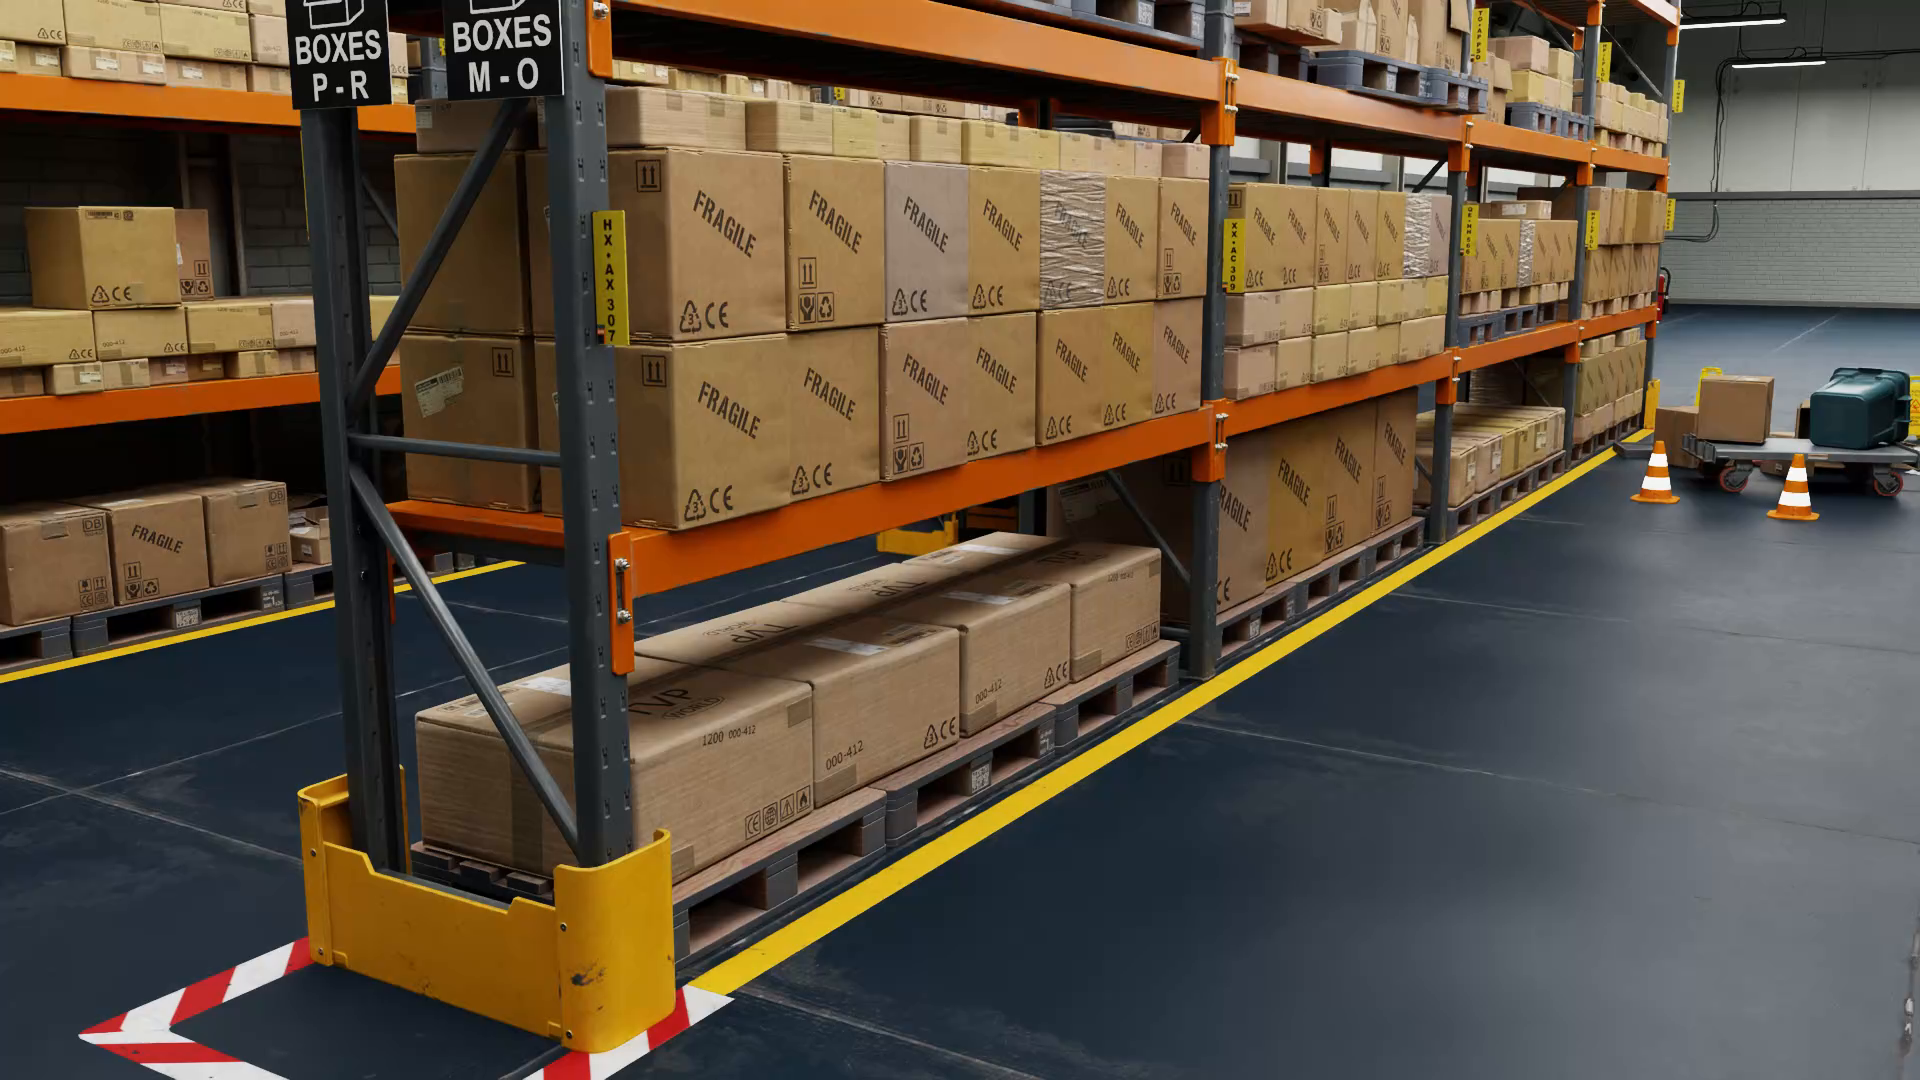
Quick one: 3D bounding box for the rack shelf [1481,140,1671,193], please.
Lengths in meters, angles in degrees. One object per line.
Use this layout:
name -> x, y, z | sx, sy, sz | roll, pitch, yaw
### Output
rack shelf -> 5.942, -3.554, 16.002 | 1.077, 0.370, 4.000 | 6, 12, 31

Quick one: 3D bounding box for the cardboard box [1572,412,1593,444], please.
cardboard box -> 5.440, -1.040, 15.104 | 0.500, 0.250, 0.500 | 6, 12, 28

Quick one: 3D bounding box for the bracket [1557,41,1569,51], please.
bracket -> 14.152, -11.591, 39.046 | 0.235, 0.232, 0.430 | 6, 12, 31

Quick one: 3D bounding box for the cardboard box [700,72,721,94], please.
cardboard box -> -1.969, -3.325, 12.151 | 0.380, 0.149, 0.250 | 7, 12, 31

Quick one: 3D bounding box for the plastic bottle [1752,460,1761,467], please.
plastic bottle -> 7.176, -0.698, 14.929 | 0.133, 0.061, 0.283 | 9, 14, 40

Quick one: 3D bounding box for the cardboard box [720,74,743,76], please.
cardboard box -> -1.833, -3.509, 12.327 | 0.380, 0.149, 0.250 | 6, 12, 30

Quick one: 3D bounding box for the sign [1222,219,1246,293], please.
sign -> 1.225, -1.272, 7.442 | 0.100, 0.325, 0.005 | 6, 12, 31

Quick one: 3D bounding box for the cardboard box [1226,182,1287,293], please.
cardboard box -> 1.224, -1.442, 7.933 | 0.500, 0.500, 0.500 | 7, 12, 31

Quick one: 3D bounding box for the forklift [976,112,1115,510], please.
forklift -> 0.914, -1.760, 12.805 | 1.130, 2.935, 3.031 | 6, 12, 29

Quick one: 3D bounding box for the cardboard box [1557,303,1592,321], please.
cardboard box -> 5.341, -2.014, 14.656 | 0.380, 0.149, 0.250 | 6, 12, 30

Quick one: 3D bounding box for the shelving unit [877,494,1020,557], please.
shelving unit -> -0.035, -0.719, 11.135 | 0.587, 1.500, 1.083 | 6, 12, 29

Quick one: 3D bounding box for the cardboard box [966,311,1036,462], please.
cardboard box -> -0.068, -0.569, 5.985 | 0.500, 0.500, 0.500 | 7, 13, 33

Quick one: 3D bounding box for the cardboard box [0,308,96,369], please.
cardboard box -> -4.583, -0.982, 8.062 | 0.500, 0.250, 0.500 | 6, 12, 30

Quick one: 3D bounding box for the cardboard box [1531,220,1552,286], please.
cardboard box -> 4.330, -2.267, 13.104 | 0.500, 0.500, 0.500 | 7, 13, 33

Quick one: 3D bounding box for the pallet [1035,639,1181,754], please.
pallet -> 0.288, 0.623, 7.469 | 1.003, 0.211, 1.213 | 6, 12, 31

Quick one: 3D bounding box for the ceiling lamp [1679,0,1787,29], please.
ceiling lamp -> 14.503, -11.239, 31.087 | 2.000, 3.185, 0.800 | 6, 12, 31

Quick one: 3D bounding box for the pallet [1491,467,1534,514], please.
pallet -> 3.868, -0.432, 13.105 | 1.003, 0.211, 1.213 | 6, 12, 31

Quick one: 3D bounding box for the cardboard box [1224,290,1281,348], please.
cardboard box -> 1.219, -1.074, 8.005 | 0.500, 0.250, 0.500 | 6, 12, 29

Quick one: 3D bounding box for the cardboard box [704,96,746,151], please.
cardboard box -> -0.831, -1.168, 4.704 | 0.380, 0.149, 0.250 | 7, 13, 32

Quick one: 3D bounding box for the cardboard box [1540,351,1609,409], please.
cardboard box -> 5.708, -1.494, 15.491 | 0.500, 0.500, 0.500 | 7, 13, 33

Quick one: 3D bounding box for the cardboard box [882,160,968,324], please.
cardboard box -> -0.311, -0.983, 5.482 | 0.500, 0.500, 0.500 | 6, 12, 30

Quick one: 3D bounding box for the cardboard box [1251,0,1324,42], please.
cardboard box -> 1.455, -2.701, 8.080 | 0.500, 0.500, 0.500 | 6, 12, 30

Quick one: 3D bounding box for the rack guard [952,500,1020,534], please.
rack guard -> 0.209, -0.185, 11.677 | 0.587, 0.250, 0.087 | 6, 12, 29

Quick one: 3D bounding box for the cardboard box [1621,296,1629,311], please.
cardboard box -> 6.365, -2.337, 16.382 | 0.380, 0.149, 0.250 | 6, 12, 30

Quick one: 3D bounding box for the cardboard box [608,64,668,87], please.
cardboard box -> -2.223, -3.193, 11.393 | 0.380, 0.149, 0.250 | 7, 13, 32

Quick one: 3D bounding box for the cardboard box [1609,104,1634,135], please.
cardboard box -> 5.897, -3.868, 15.324 | 0.500, 0.250, 0.500 | 7, 12, 31

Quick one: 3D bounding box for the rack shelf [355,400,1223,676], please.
rack shelf -> -0.288, -0.192, 6.197 | 1.077, 0.370, 4.000 | 6, 12, 31

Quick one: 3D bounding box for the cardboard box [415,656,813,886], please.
cardboard box -> -1.070, 0.709, 5.254 | 0.875, 0.438, 0.875 | 6, 12, 29

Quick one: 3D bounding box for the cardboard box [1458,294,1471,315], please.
cardboard box -> 3.330, -1.647, 11.554 | 0.380, 0.149, 0.250 | 6, 12, 27

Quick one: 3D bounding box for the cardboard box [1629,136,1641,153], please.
cardboard box -> 6.275, -3.770, 15.884 | 0.380, 0.149, 0.250 | 6, 12, 30

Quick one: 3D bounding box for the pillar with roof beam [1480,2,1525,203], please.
pillar with roof beam -> 14.629, -8.566, 32.669 | 9.100, 9.000, 0.548 | 6, 12, 31

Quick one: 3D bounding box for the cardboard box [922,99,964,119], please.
cardboard box -> -0.305, -3.993, 14.708 | 0.500, 0.500, 0.500 | 7, 13, 32

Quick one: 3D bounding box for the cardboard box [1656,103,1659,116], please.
cardboard box -> 6.890, -4.372, 16.934 | 0.380, 0.149, 0.250 | 7, 12, 32

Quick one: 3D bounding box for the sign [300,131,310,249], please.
sign -> -1.783, -0.971, 4.611 | 0.100, 0.325, 0.005 | 6, 12, 31

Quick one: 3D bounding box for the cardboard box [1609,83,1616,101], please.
cardboard box -> 5.601, -3.964, 14.754 | 0.380, 0.149, 0.250 | 6, 12, 29

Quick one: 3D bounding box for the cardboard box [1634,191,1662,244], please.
cardboard box -> 6.455, -3.164, 16.321 | 0.700, 0.500, 0.500 | 6, 12, 30

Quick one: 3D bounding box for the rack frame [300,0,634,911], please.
rack frame -> -1.327, -0.231, 4.451 | 1.000, 3.000, 0.127 | 6, 12, 31

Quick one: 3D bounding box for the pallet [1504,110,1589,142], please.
pallet -> 4.492, -3.413, 13.809 | 1.213, 0.211, 1.003 | 6, 12, 31

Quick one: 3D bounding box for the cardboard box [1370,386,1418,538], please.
cardboard box -> 2.397, -0.551, 10.791 | 0.875, 0.875, 0.875 | 6, 12, 30

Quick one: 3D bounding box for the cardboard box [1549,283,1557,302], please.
cardboard box -> 4.617, -2.010, 13.496 | 0.380, 0.149, 0.250 | 6, 12, 30

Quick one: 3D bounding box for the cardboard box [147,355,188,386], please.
cardboard box -> -4.260, -0.895, 8.680 | 0.380, 0.149, 0.250 | 6, 12, 31

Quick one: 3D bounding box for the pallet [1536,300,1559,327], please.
pallet -> 4.382, -1.918, 13.982 | 1.003, 0.211, 1.213 | 6, 12, 31

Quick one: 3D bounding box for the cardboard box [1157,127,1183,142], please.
cardboard box -> 2.097, -4.756, 18.783 | 0.700, 0.500, 0.500 | 6, 12, 31

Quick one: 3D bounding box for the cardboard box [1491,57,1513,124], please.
cardboard box -> 3.594, -3.257, 12.182 | 0.797, 0.503, 0.637 | 6, 12, 31

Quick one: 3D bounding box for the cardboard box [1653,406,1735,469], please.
cardboard box -> 6.623, -0.929, 14.967 | 0.500, 0.500, 0.500 | -4, 11, -18

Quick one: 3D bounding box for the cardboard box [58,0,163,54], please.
cardboard box -> -4.336, -2.540, 8.232 | 0.500, 0.250, 0.500 | 6, 12, 30

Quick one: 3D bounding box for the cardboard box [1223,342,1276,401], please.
cardboard box -> 1.204, -0.830, 8.060 | 0.500, 0.250, 0.500 | 6, 12, 29

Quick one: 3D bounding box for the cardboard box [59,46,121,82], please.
cardboard box -> -4.328, -2.315, 8.115 | 0.380, 0.149, 0.250 | 6, 12, 31

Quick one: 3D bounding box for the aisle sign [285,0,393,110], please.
aisle sign -> -1.629, -1.527, 4.309 | 0.394, 0.787, 0.004 | 6, 12, 31

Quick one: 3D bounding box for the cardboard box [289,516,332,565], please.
cardboard box -> -3.718, -0.024, 9.636 | 0.396, 0.266, 0.258 | 7, 13, 33

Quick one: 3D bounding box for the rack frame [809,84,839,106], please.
rack frame -> -1.418, -4.912, 13.149 | 1.000, 3.000, 0.127 | 6, 12, 31

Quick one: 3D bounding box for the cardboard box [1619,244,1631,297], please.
cardboard box -> 6.128, -2.596, 16.006 | 0.500, 0.500, 0.500 | 7, 12, 31

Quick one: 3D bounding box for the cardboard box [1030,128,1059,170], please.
cardboard box -> 0.144, -1.446, 6.188 | 0.380, 0.149, 0.250 | 6, 12, 29
